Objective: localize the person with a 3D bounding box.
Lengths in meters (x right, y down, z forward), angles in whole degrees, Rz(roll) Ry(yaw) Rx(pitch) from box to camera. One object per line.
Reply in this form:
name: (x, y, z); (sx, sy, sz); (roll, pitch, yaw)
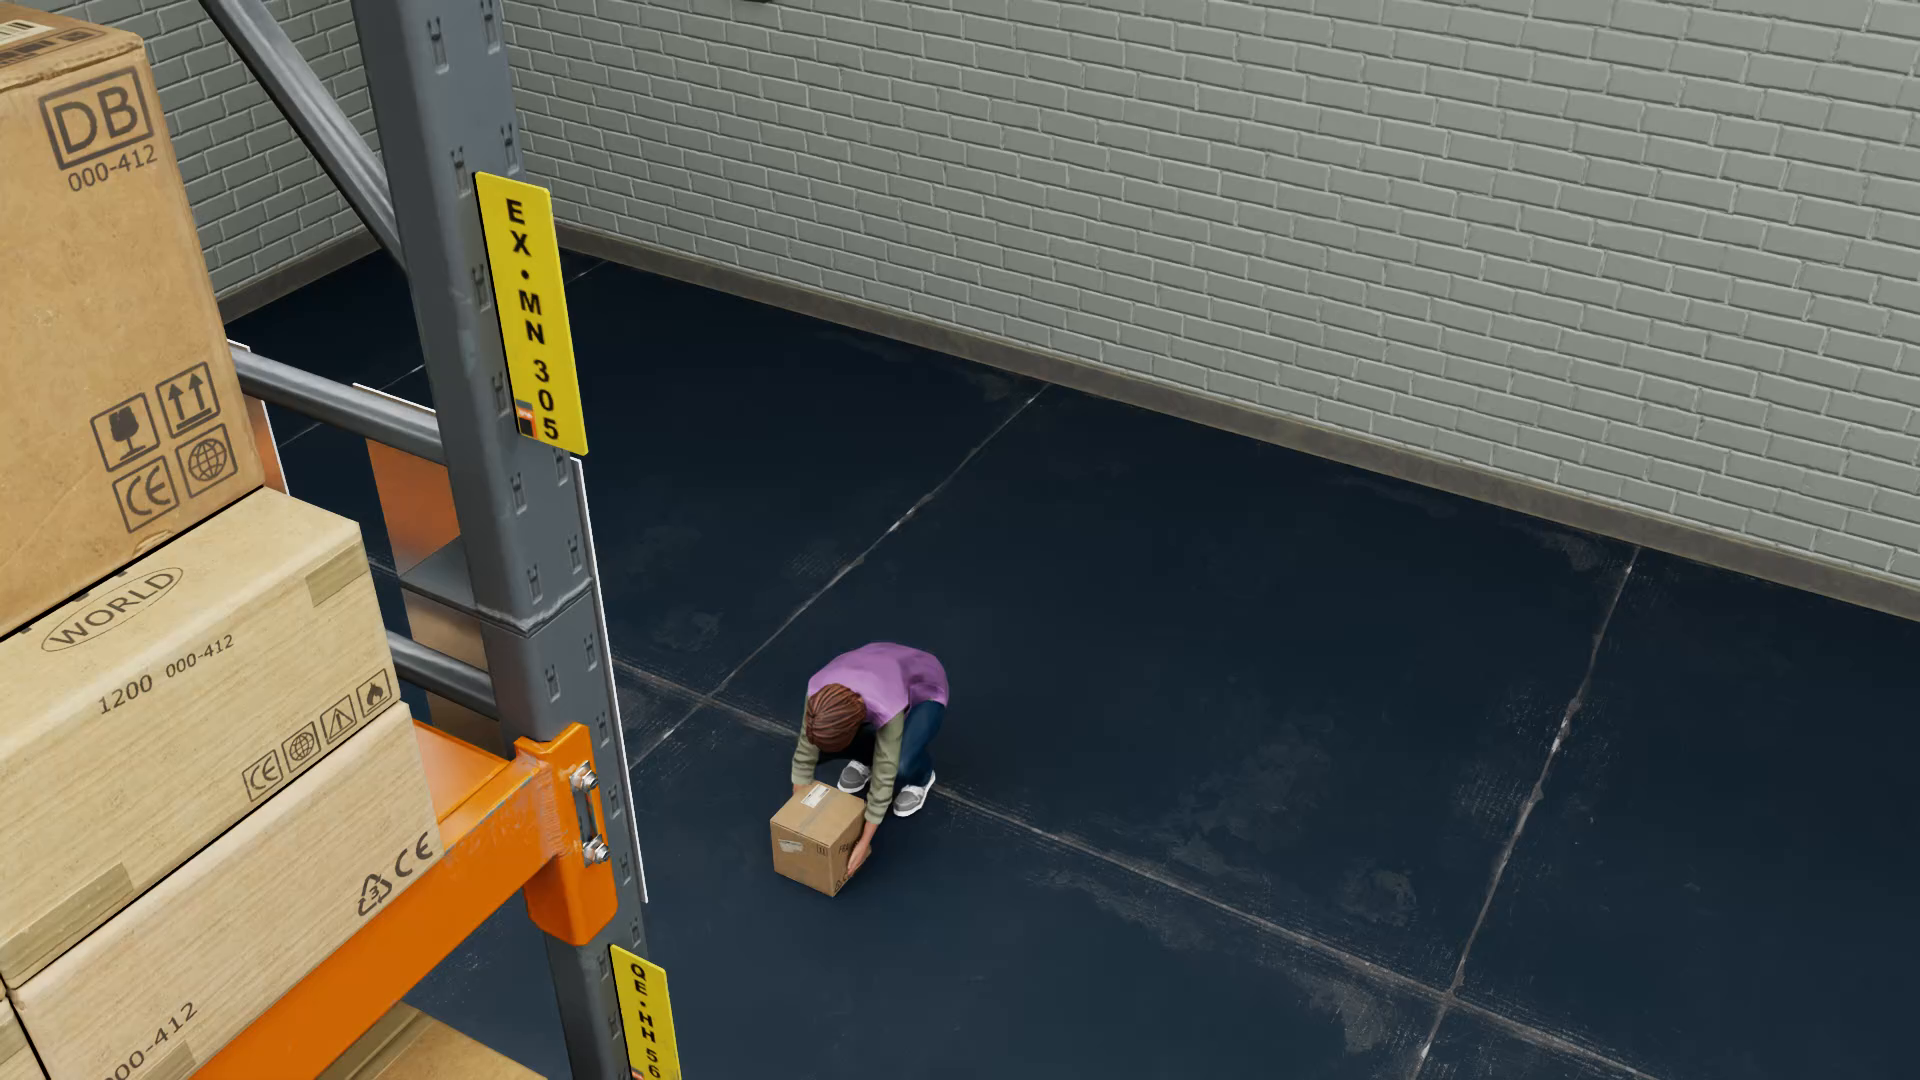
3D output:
person: (-0.322, 0.668, 5.914); (0.436, 0.774, 0.803); (18, 39, 24)
